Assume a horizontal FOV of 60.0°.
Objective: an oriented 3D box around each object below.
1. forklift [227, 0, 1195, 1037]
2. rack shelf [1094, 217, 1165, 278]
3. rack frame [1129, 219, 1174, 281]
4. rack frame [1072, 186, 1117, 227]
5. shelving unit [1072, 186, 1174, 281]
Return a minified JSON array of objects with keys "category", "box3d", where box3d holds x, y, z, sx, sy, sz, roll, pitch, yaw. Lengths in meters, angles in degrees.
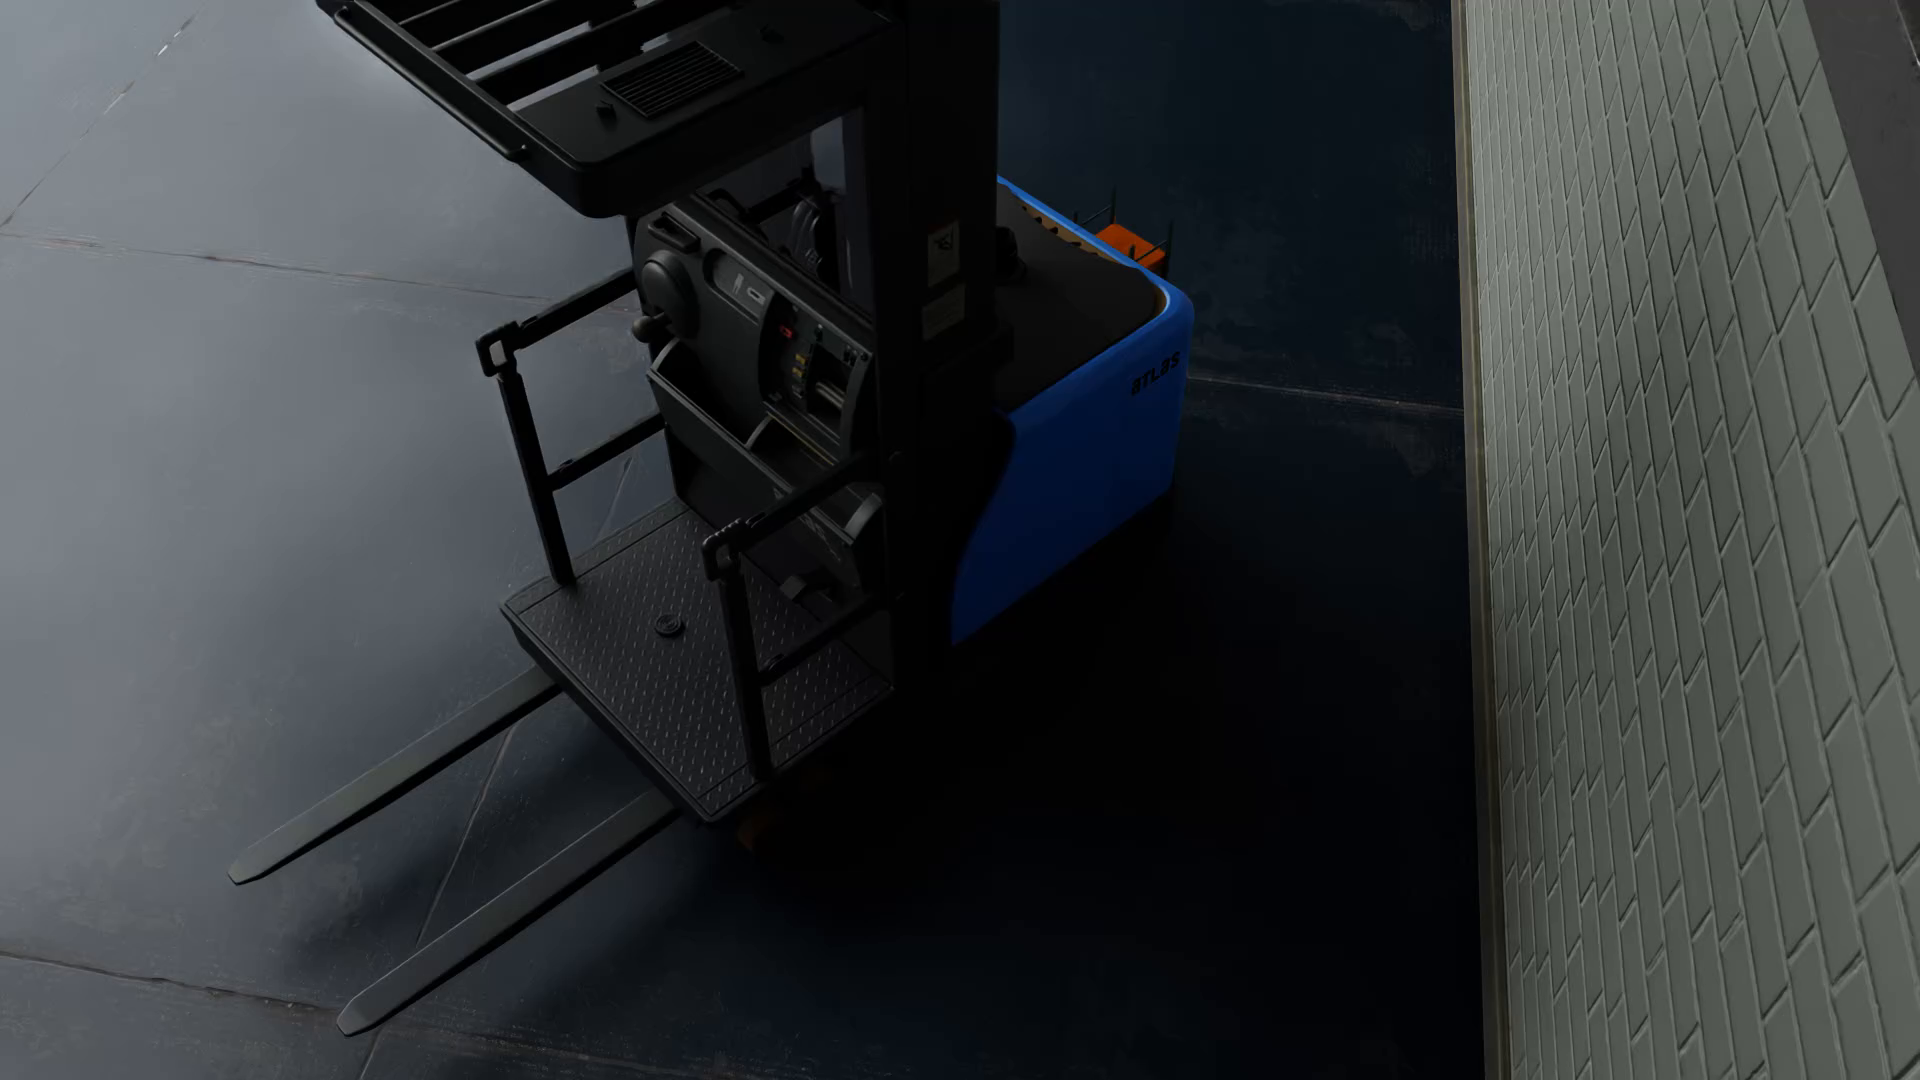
[{"category":"forklift","box3d":[-0.704,-0.493,4.223,3.031,2.935,1.130,-35,57,-27]},{"category":"rack shelf","box3d":[0.517,-0.857,5.447,0.215,0.259,0.240,-35,57,-28]},{"category":"rack frame","box3d":[0.601,-0.609,5.591,0.200,1.050,0.008,-35,57,-28]},{"category":"rack frame","box3d":[0.432,-0.740,5.709,0.200,1.050,0.008,-35,57,-28]},{"category":"shelving unit","box3d":[0.517,-0.674,5.650,0.215,1.050,0.252,-35,57,-28]}]
